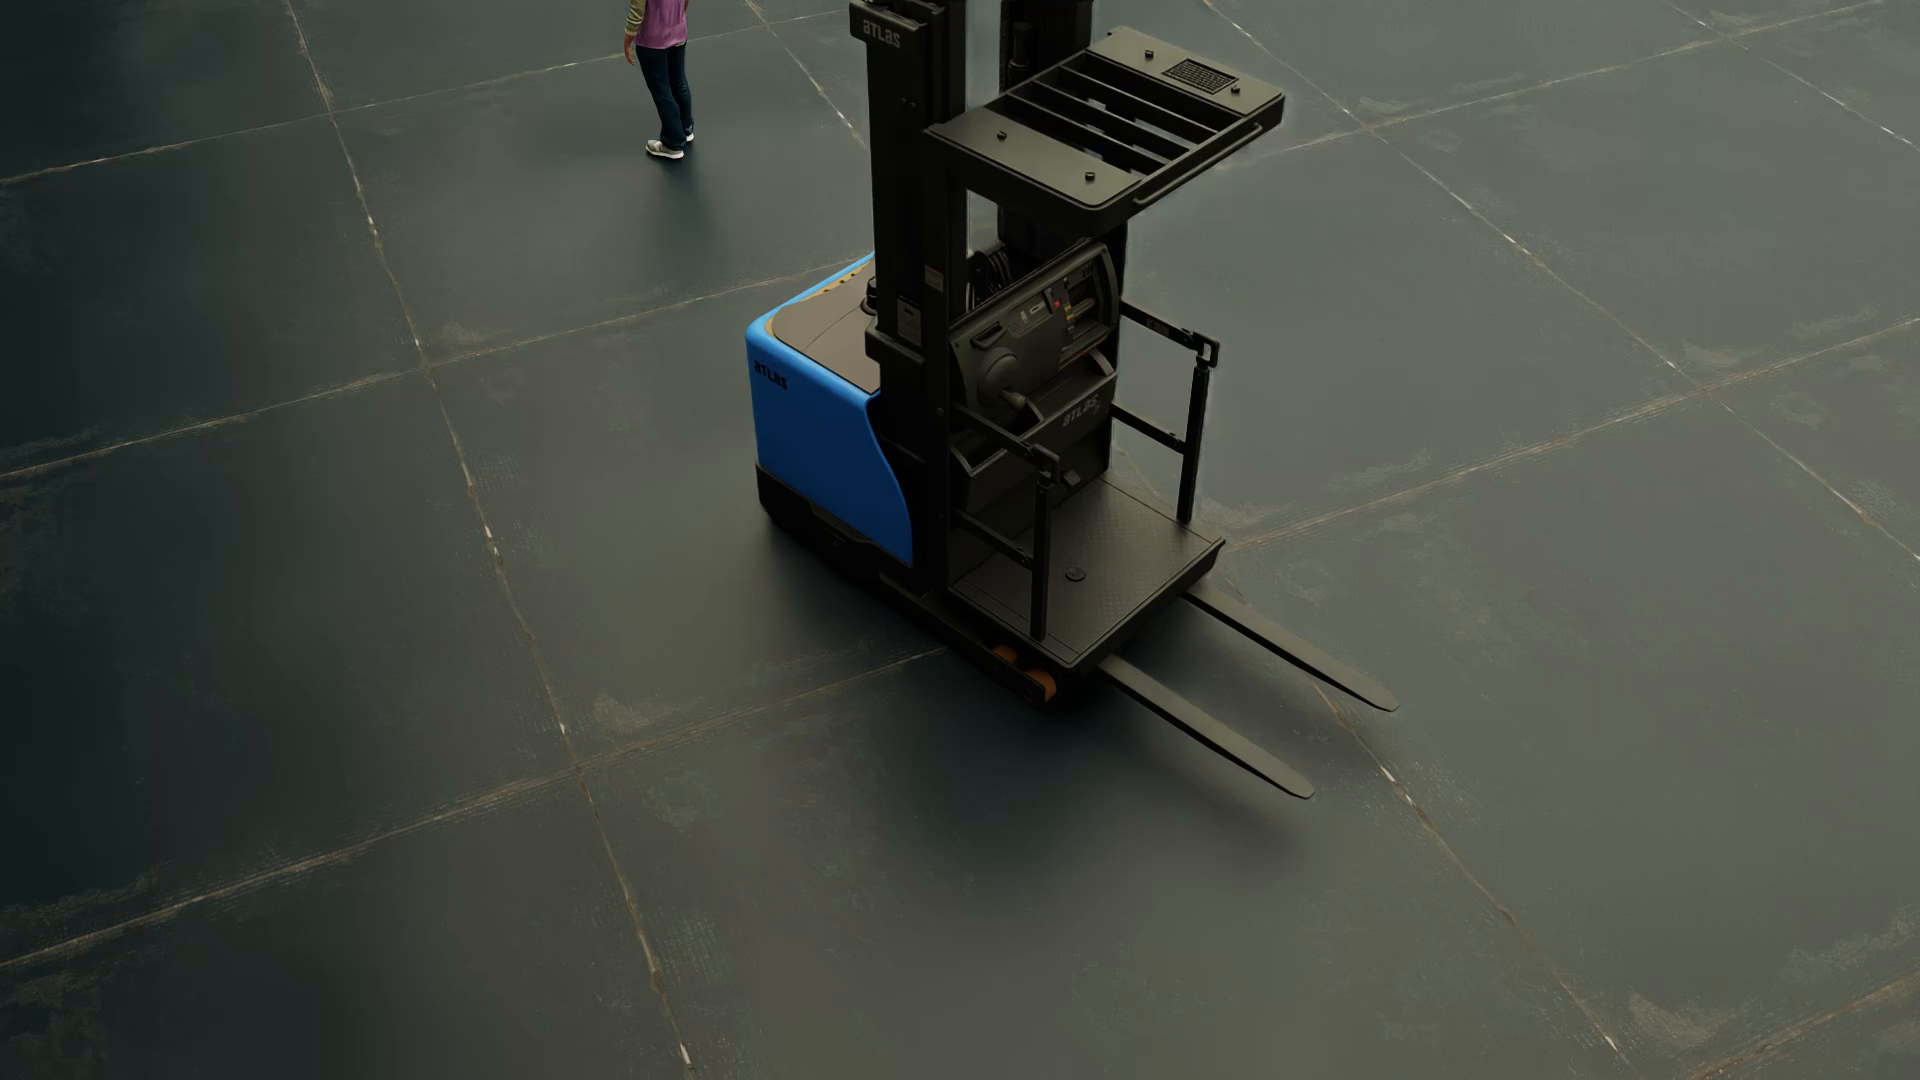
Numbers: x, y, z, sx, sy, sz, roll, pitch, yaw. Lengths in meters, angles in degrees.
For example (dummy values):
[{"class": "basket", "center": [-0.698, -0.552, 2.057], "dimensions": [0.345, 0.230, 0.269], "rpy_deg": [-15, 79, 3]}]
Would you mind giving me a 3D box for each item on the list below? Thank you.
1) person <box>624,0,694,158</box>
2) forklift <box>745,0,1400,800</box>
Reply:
[{"class": "person", "center": [-1.825, -3.013, 9.876], "dimensions": [0.475, 1.597, 0.520], "rpy_deg": [29, 50, 27]}, {"class": "forklift", "center": [0.463, -0.777, 6.512], "dimensions": [3.031, 2.935, 1.130], "rpy_deg": [32, 52, 30]}]
